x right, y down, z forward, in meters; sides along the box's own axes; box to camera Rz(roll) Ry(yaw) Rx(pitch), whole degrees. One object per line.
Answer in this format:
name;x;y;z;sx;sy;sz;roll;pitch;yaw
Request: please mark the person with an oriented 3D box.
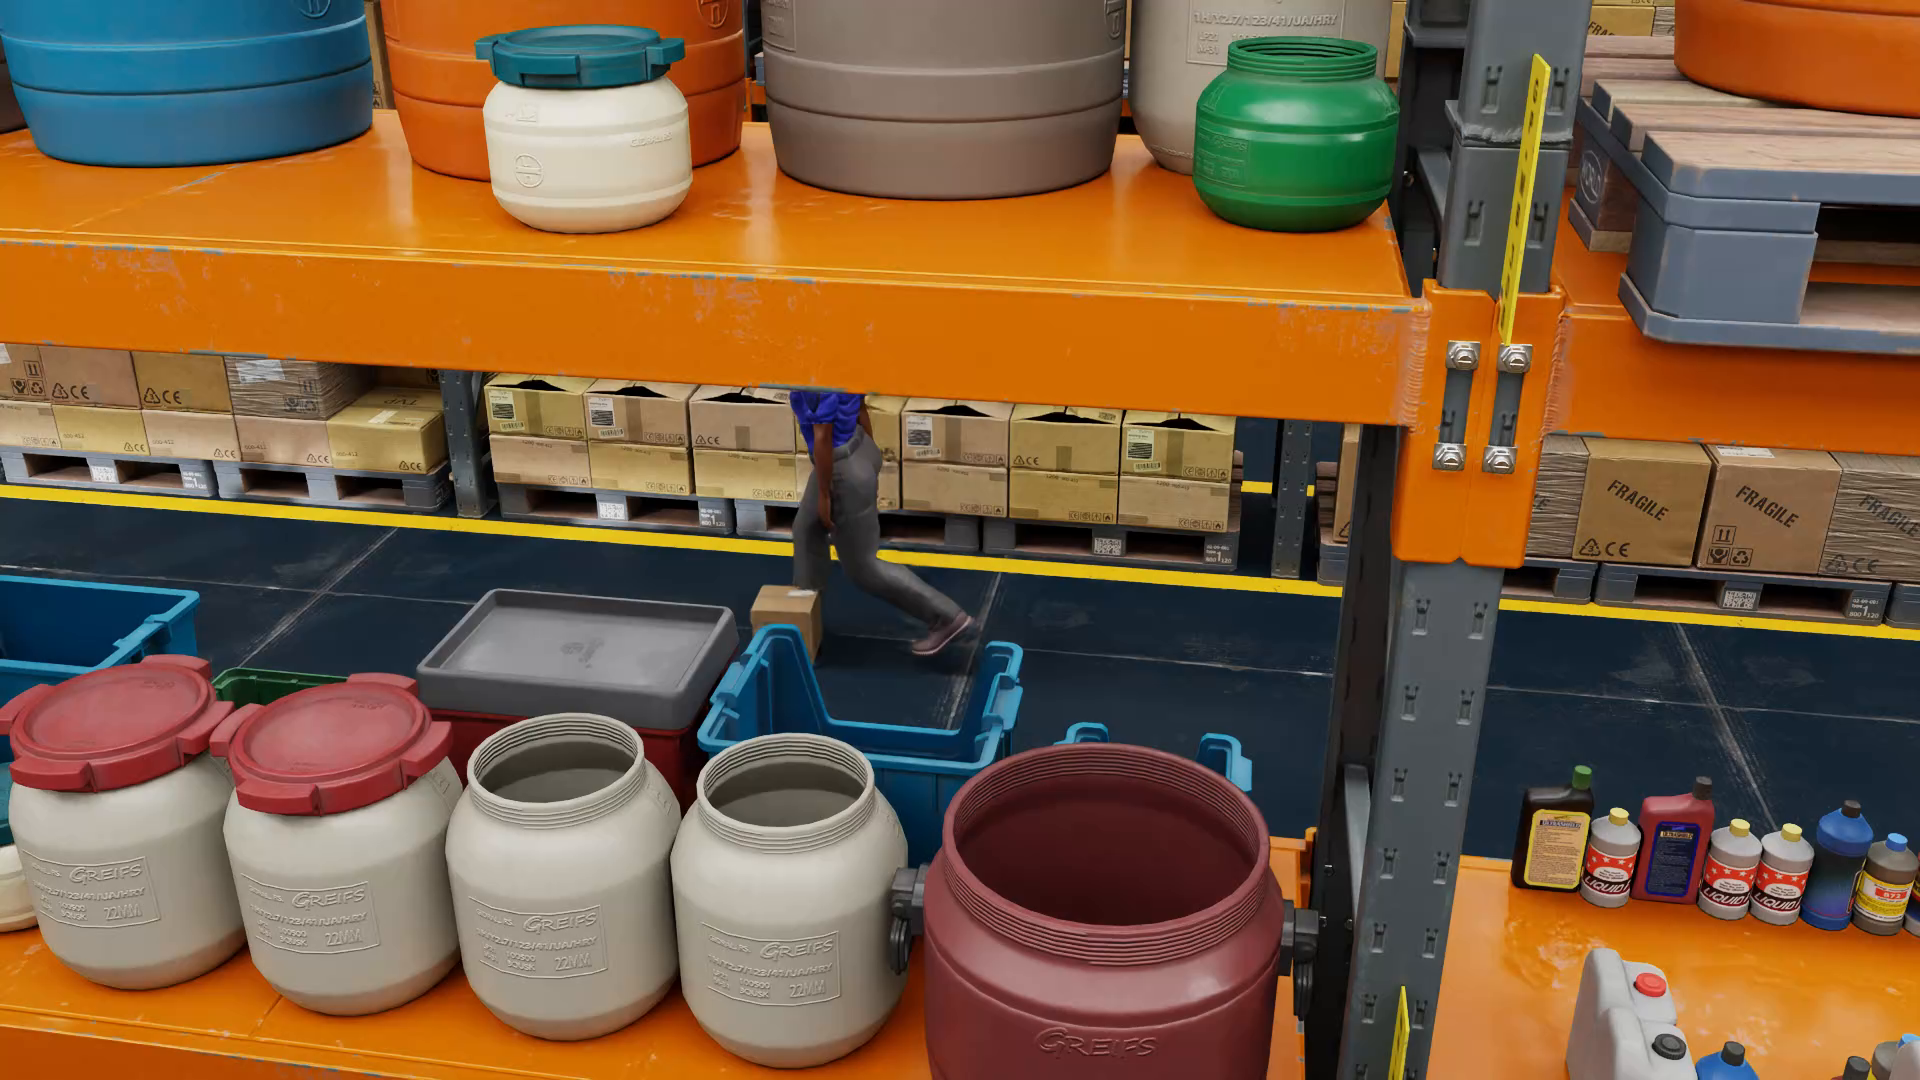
person;-0.419;-0.263;6.699;0.987;1.606;0.439;5;25;10
